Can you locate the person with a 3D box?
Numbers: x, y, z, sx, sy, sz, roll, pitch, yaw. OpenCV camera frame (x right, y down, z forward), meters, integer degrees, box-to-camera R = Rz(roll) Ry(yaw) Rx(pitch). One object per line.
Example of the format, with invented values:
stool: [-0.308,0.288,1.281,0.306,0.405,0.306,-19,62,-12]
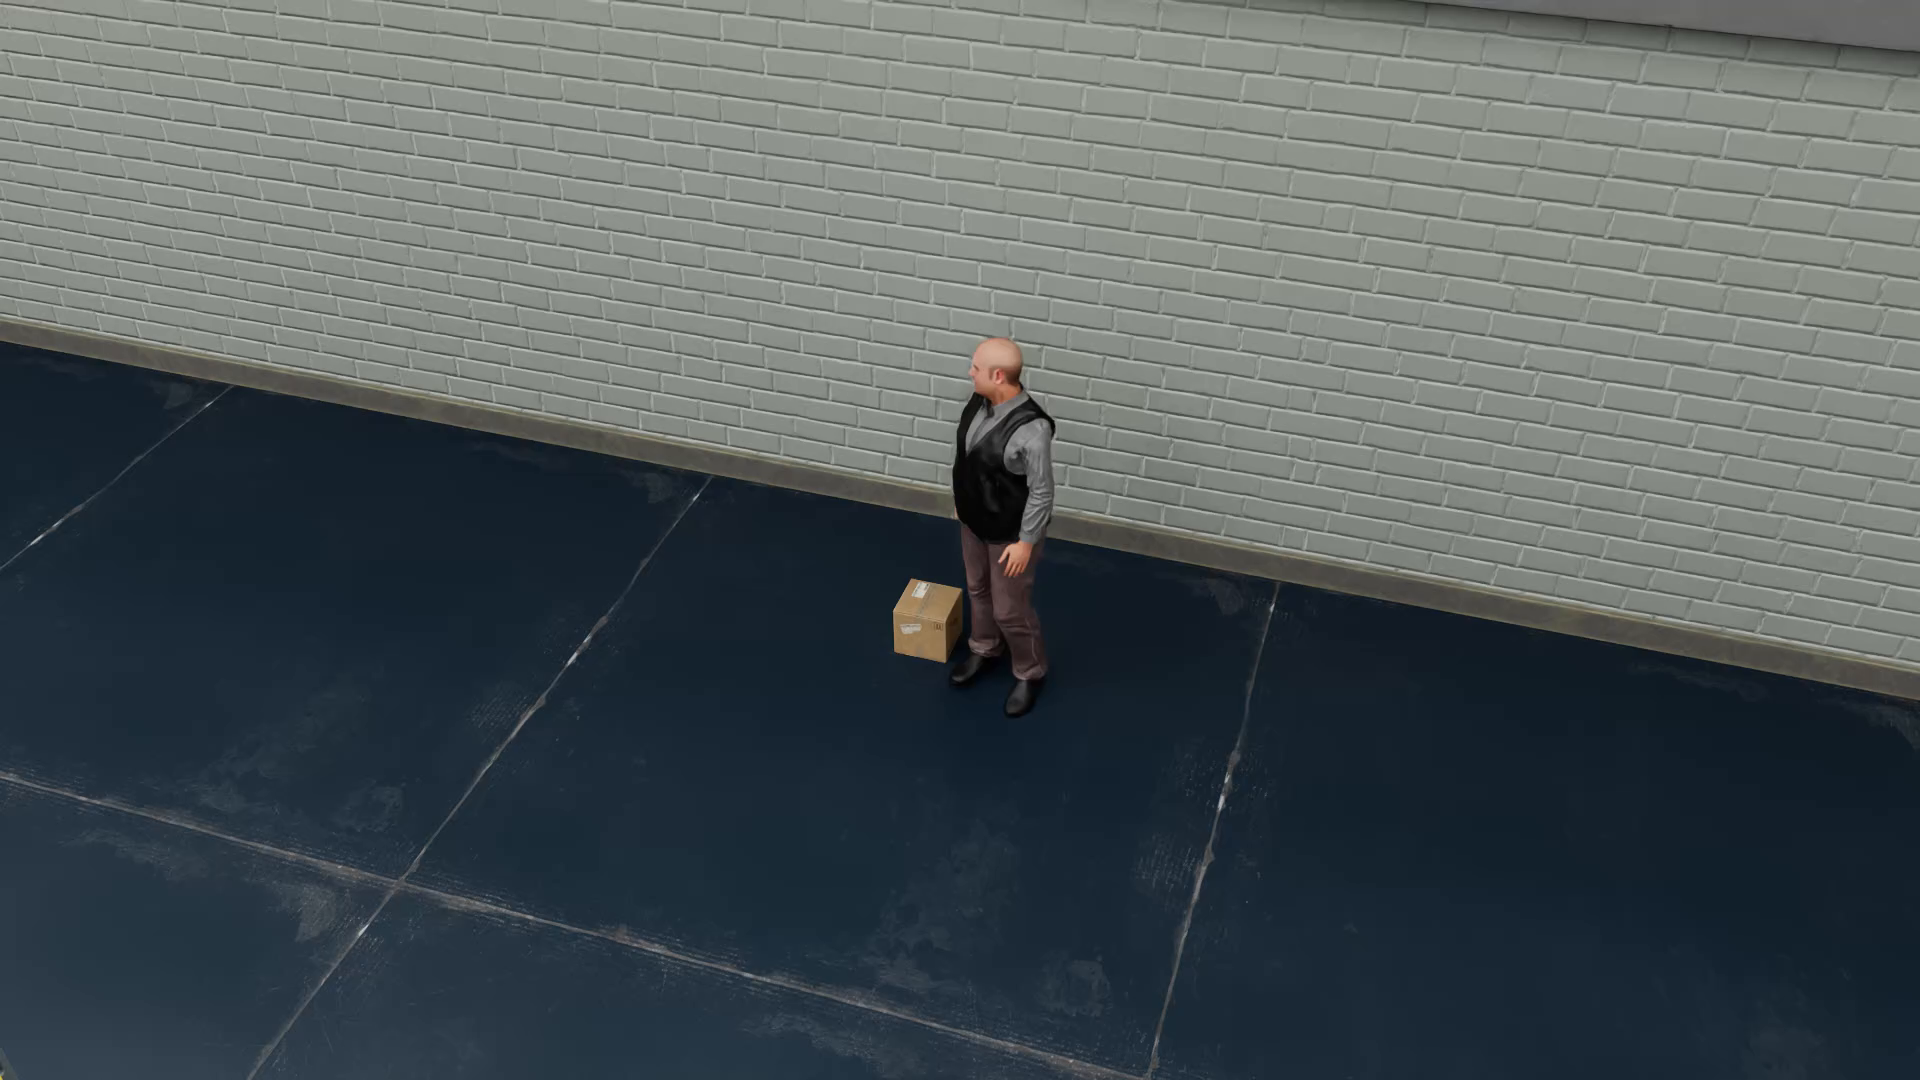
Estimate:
person: [0.153,-0.058,6.976,0.397,1.750,0.583,-20,41,-25]
